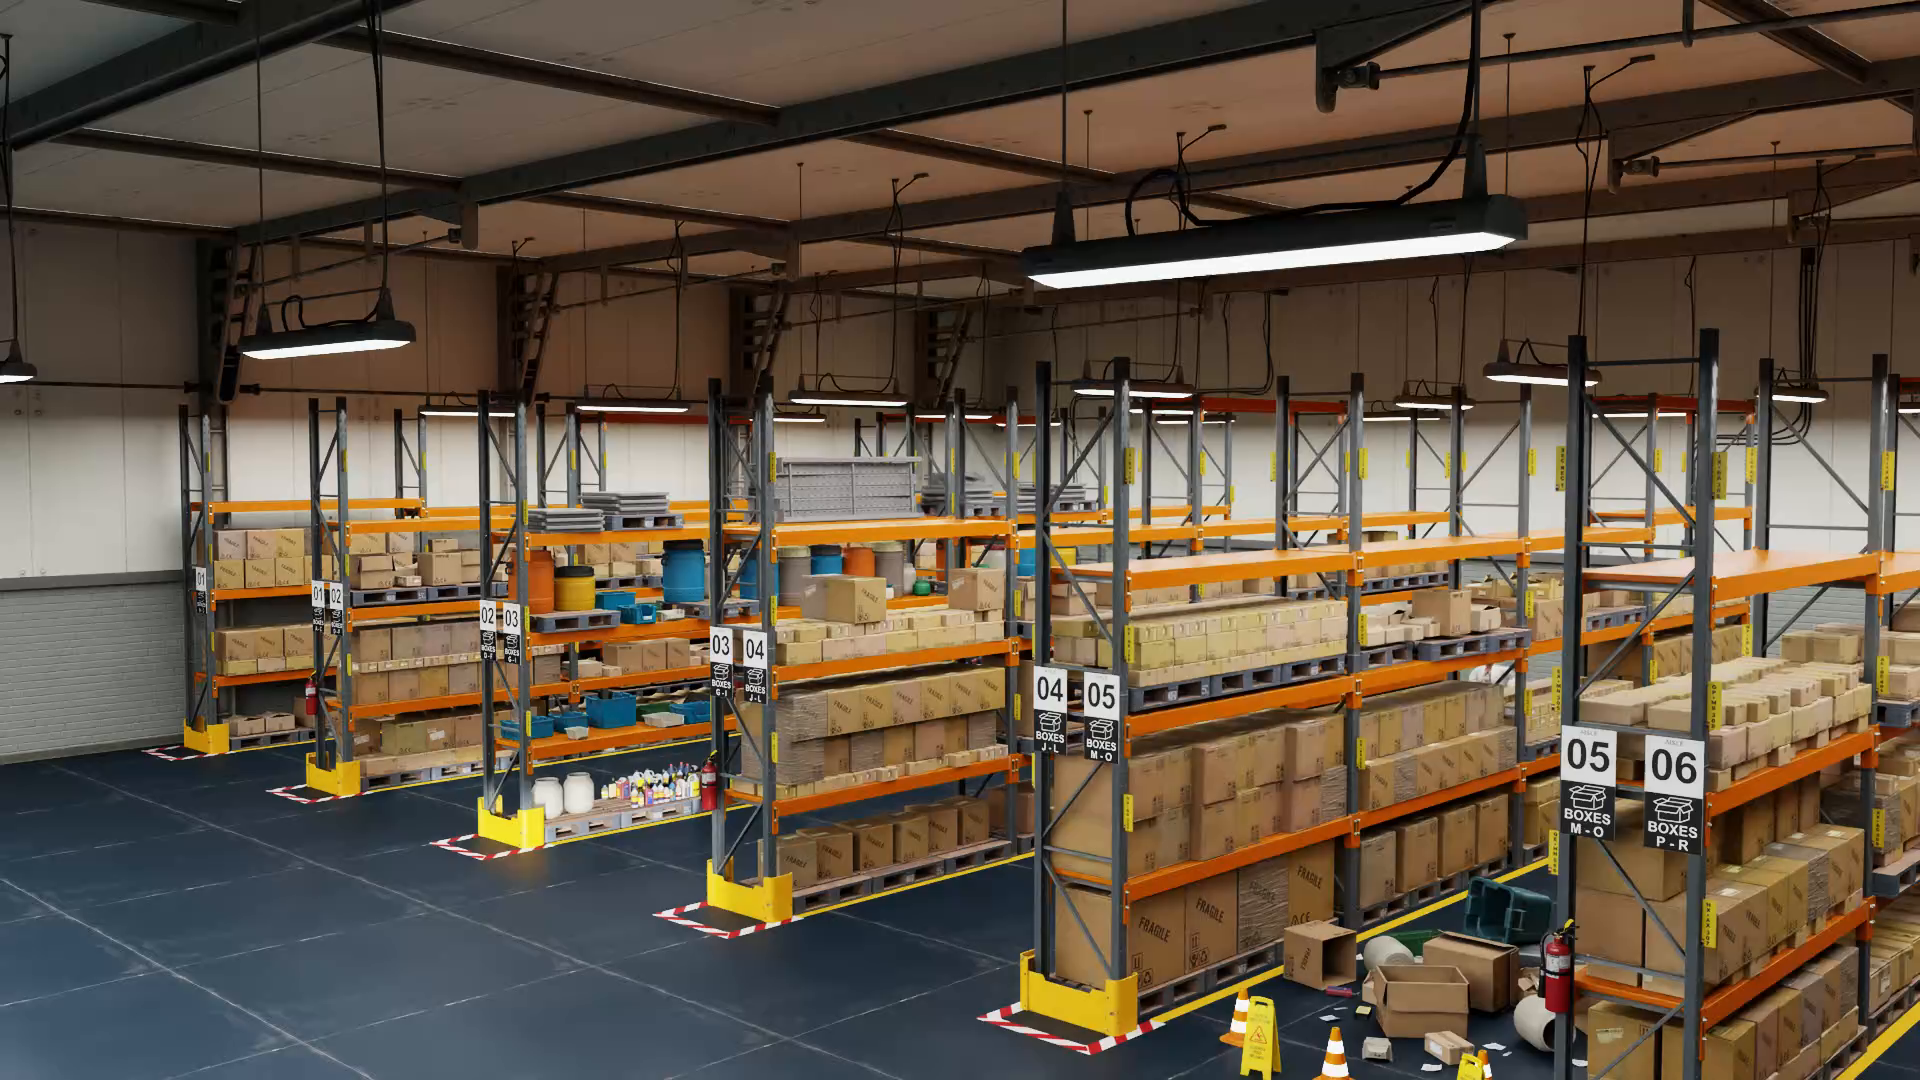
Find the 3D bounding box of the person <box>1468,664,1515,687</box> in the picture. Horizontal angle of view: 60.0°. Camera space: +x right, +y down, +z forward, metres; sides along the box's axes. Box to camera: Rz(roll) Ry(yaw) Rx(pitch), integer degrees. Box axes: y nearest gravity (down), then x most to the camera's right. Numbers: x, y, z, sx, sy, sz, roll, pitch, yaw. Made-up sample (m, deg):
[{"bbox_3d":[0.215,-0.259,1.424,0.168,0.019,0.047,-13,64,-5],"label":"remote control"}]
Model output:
[{"bbox_3d":[8.914,2.786,28.004,0.705,1.743,1.048,2,4,38],"label":"person"}]
